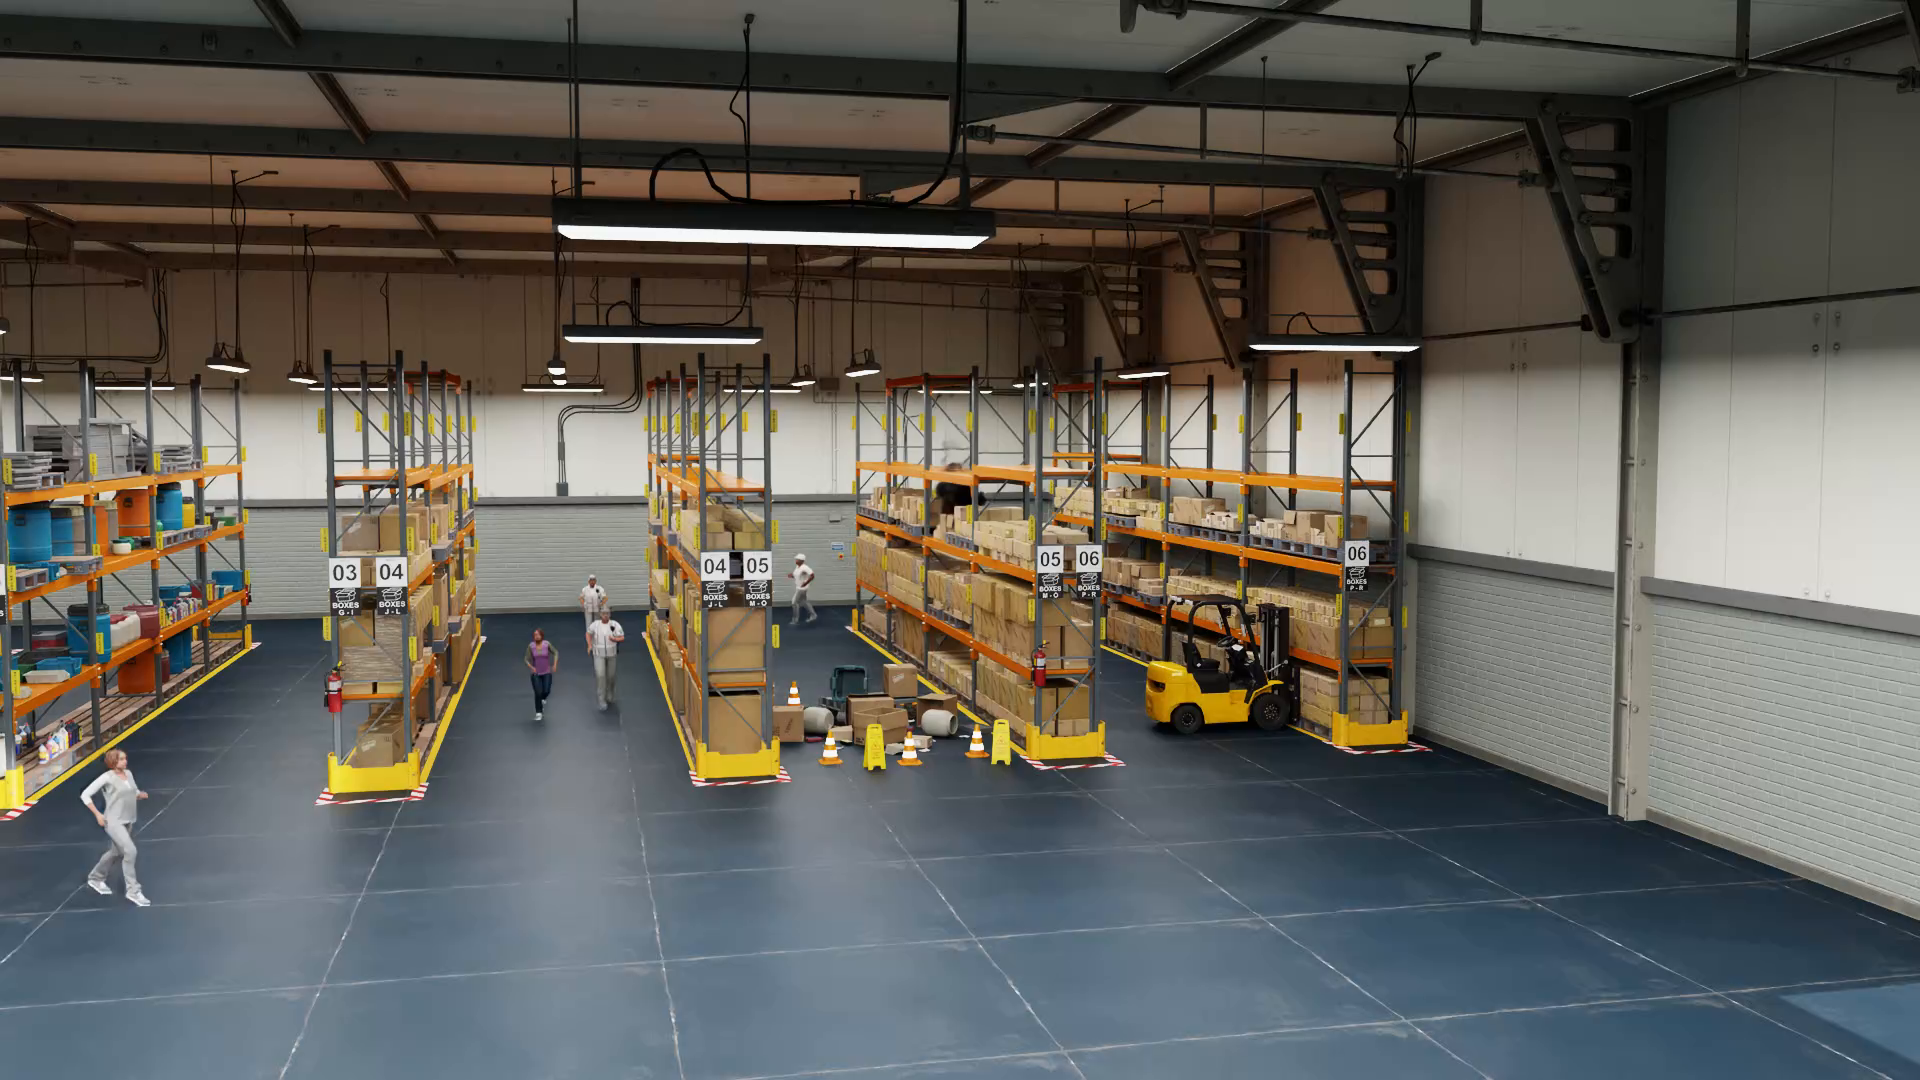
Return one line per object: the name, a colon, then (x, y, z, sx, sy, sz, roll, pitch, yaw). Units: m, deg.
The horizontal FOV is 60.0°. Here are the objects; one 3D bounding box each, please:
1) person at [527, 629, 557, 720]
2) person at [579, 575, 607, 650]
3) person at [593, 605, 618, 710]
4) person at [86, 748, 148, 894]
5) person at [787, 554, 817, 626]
person: (-7.085, 2.275, 28.151, 0.538, 1.558, 0.602, -1, 4, -15)
person: (-8.192, 1.598, 37.141, 0.623, 1.651, 0.772, -1, 4, -9)
person: (-6.283, 2.043, 29.493, 0.443, 1.792, 0.944, -1, 4, -17)
person: (-8.809, 2.918, 17.306, 0.751, 1.496, 0.432, 1, 4, 9)
person: (-3.913, 1.247, 41.363, 0.781, 1.823, 0.669, -1, 4, -15)
